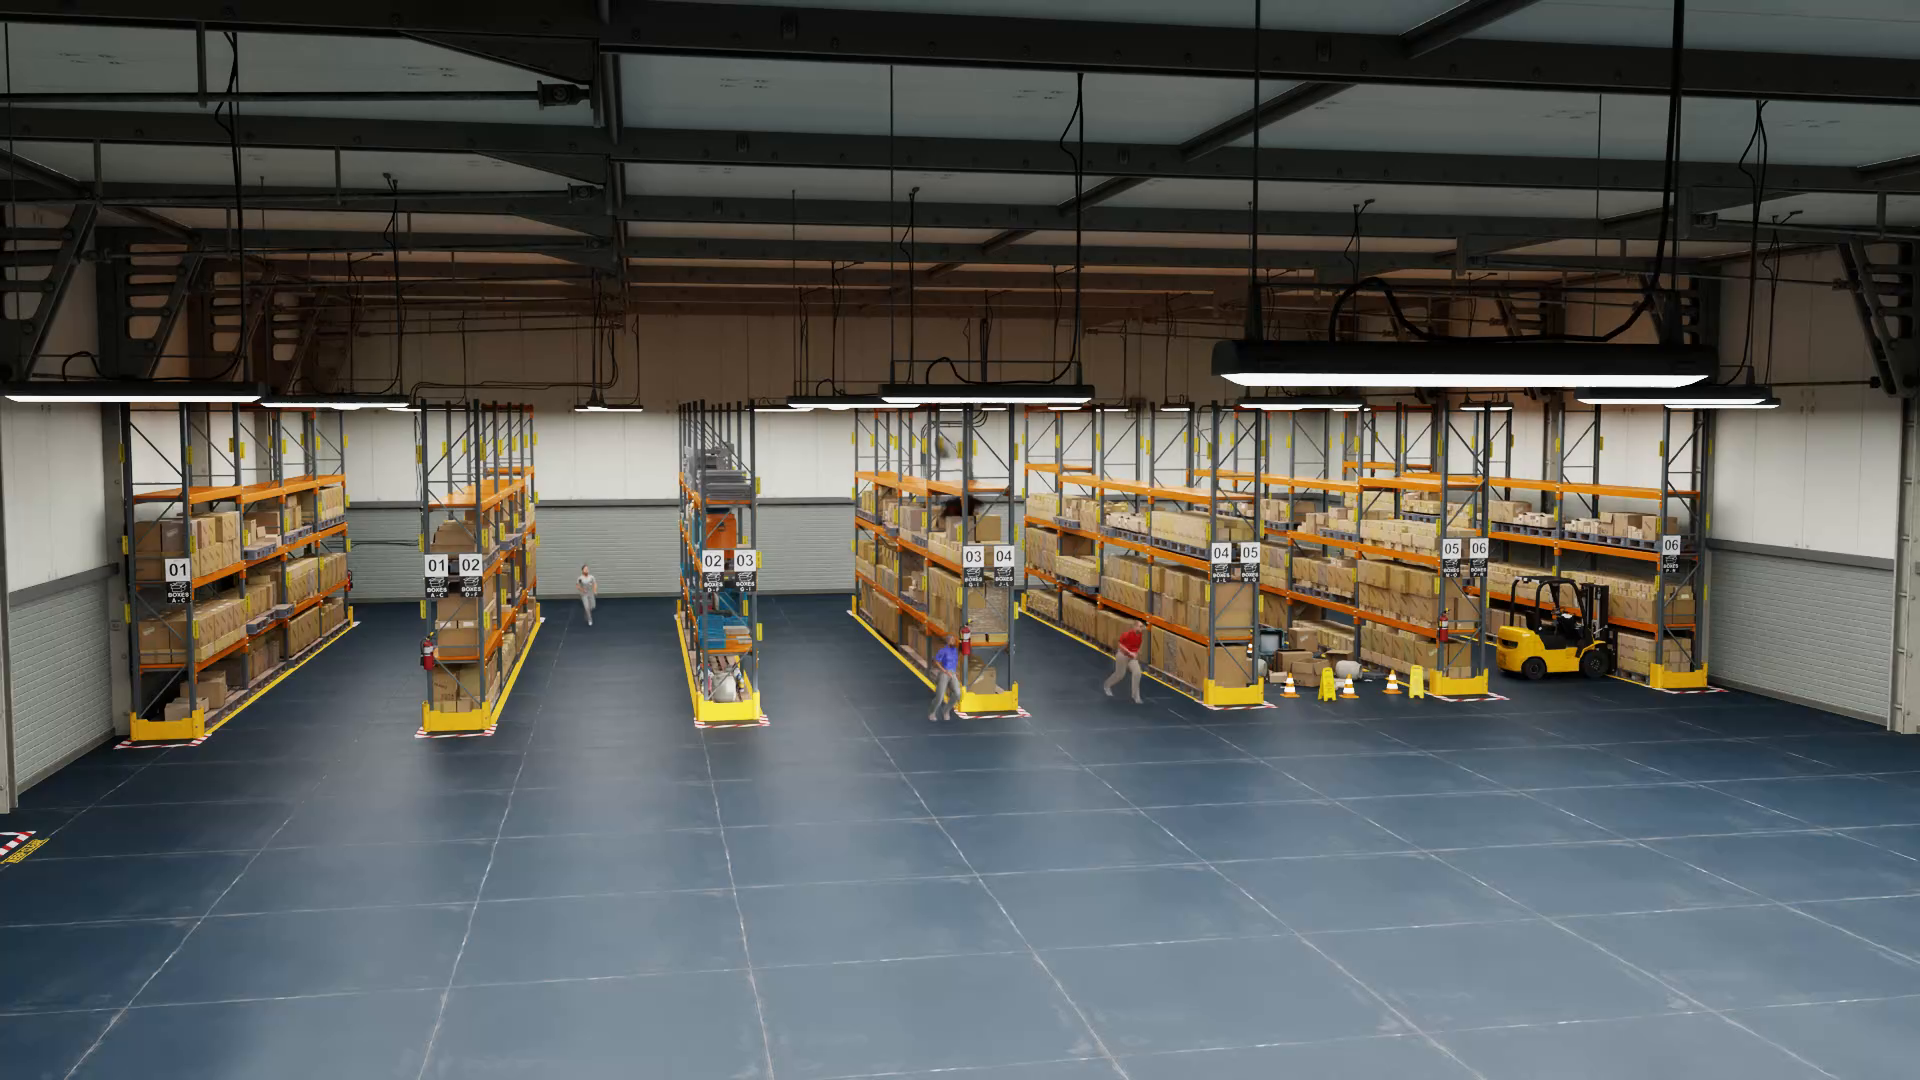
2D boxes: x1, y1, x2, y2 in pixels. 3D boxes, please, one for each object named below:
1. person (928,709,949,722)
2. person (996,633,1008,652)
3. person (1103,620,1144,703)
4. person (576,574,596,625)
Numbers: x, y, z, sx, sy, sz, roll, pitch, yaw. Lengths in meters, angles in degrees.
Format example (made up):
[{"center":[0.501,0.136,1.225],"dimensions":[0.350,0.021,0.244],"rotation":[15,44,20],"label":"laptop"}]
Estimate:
[{"center":[-0.390,3.220,31.107],"dimensions":[0.346,0.342,0.454],"rotation":[-4,6,-41],"label":"person"},{"center":[1.024,1.829,39.848],"dimensions":[0.643,1.782,0.850],"rotation":[-2,5,-19],"label":"person"},{"center":[3.288,2.412,33.353],"dimensions":[1.020,1.694,0.703],"rotation":[4,6,44],"label":"person"},{"center":[-8.242,1.650,43.665],"dimensions":[2.966,1.574,5.161],"rotation":[-2,5,-21],"label":"person"}]
